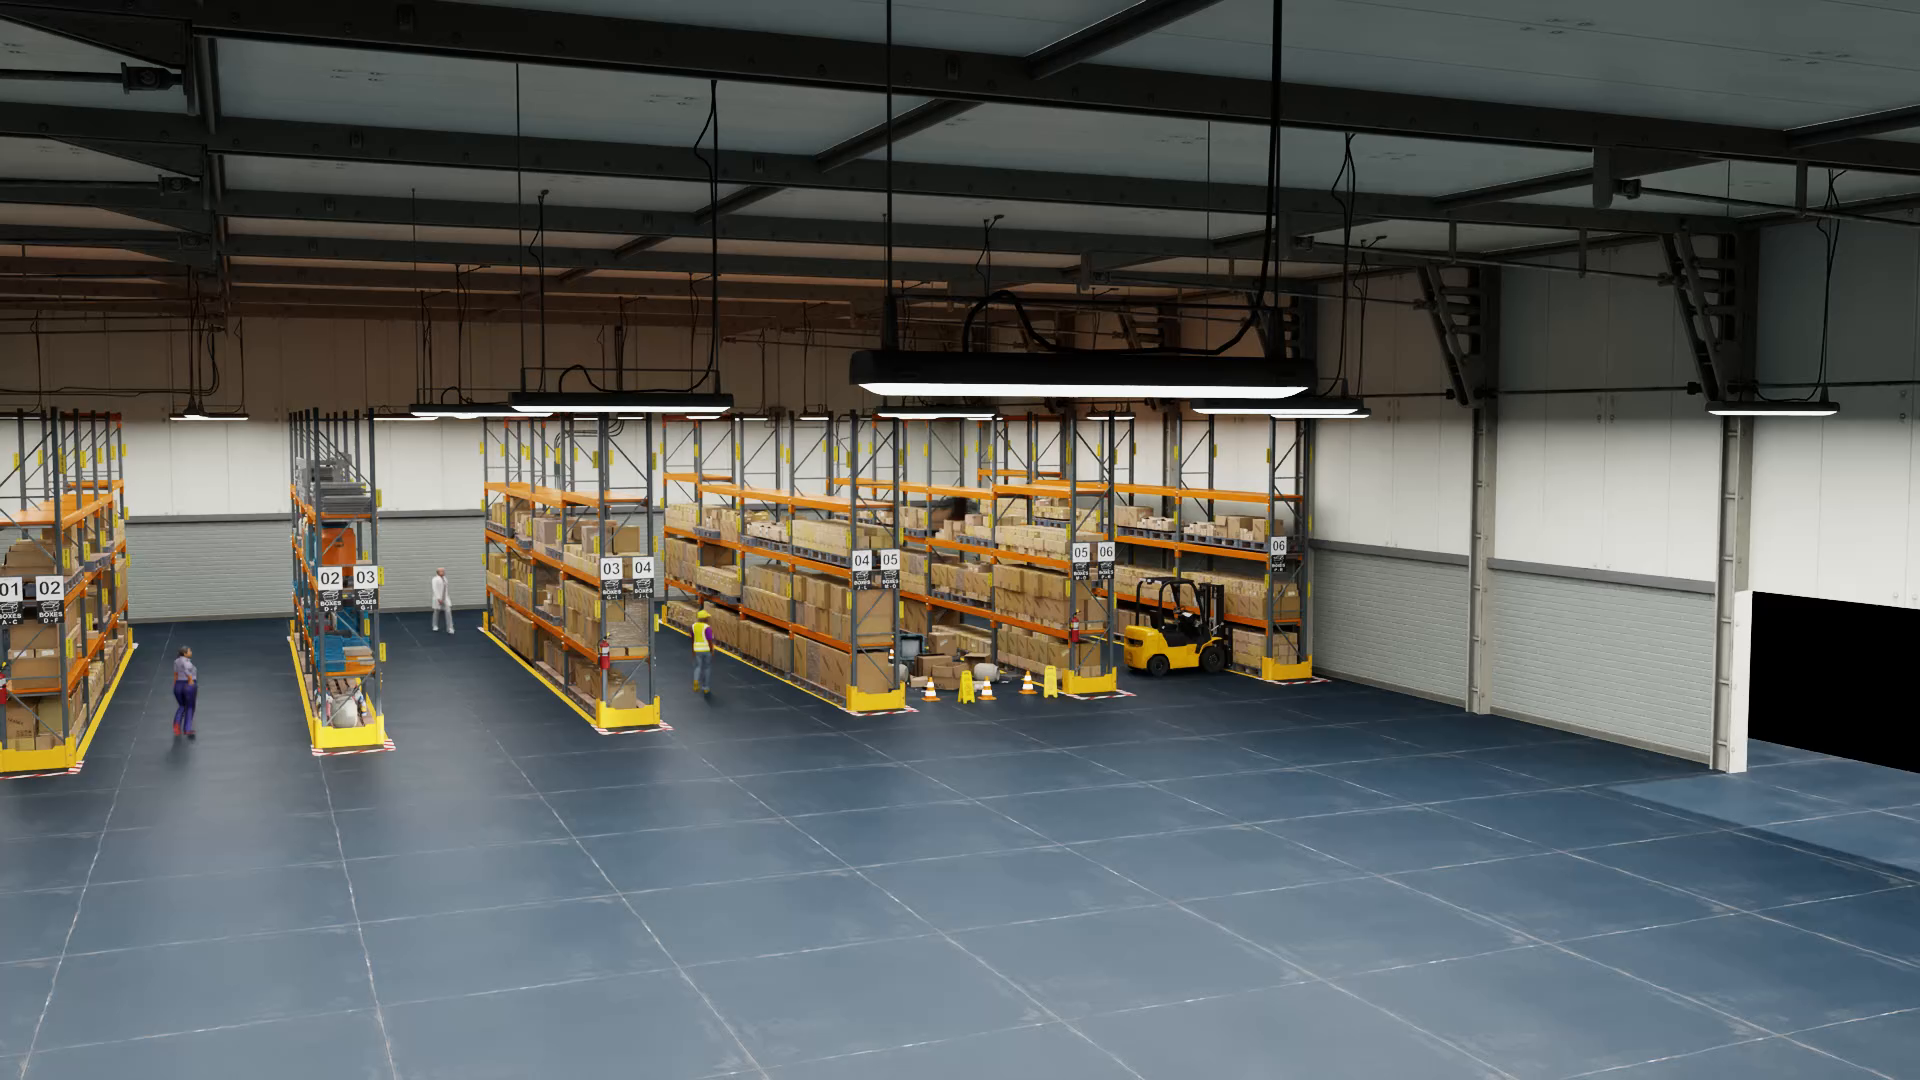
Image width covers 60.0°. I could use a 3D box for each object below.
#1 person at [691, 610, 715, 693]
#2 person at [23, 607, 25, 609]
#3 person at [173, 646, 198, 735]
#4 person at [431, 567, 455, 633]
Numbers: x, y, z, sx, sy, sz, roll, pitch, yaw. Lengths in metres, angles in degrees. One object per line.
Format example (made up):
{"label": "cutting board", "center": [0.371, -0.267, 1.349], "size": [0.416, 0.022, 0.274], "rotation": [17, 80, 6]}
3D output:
{"label": "person", "center": [-5.460, 2.364, 35.217], "size": [0.561, 1.759, 0.603], "rotation": [1, 4, 11]}
{"label": "person", "center": [-24.058, 1.884, 42.760], "size": [0.486, 1.650, 0.489], "rotation": [-2, 4, -21]}
{"label": "person", "center": [-14.216, 2.759, 30.524], "size": [0.482, 1.638, 0.440], "rotation": [1, 4, 10]}
{"label": "person", "center": [-14.237, 1.648, 45.657], "size": [0.899, 1.784, 0.536], "rotation": [4, 5, 41]}
